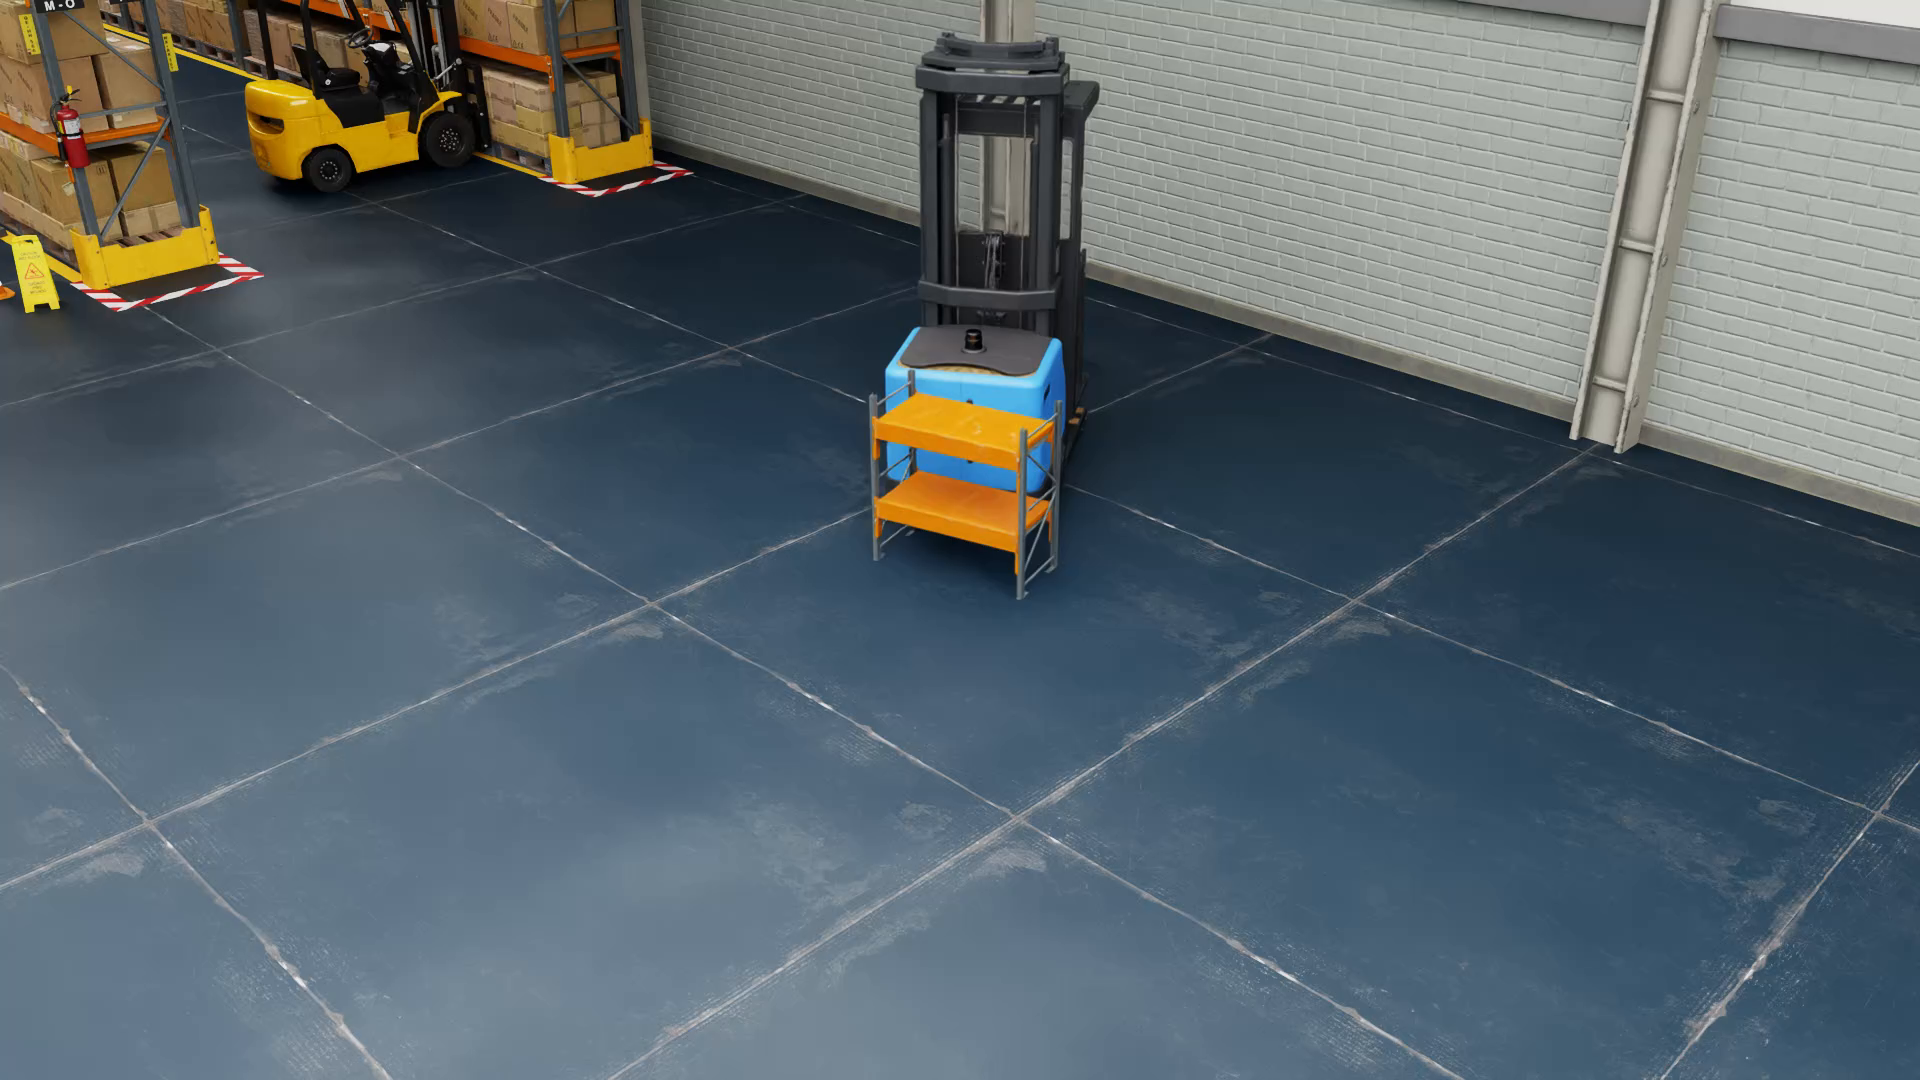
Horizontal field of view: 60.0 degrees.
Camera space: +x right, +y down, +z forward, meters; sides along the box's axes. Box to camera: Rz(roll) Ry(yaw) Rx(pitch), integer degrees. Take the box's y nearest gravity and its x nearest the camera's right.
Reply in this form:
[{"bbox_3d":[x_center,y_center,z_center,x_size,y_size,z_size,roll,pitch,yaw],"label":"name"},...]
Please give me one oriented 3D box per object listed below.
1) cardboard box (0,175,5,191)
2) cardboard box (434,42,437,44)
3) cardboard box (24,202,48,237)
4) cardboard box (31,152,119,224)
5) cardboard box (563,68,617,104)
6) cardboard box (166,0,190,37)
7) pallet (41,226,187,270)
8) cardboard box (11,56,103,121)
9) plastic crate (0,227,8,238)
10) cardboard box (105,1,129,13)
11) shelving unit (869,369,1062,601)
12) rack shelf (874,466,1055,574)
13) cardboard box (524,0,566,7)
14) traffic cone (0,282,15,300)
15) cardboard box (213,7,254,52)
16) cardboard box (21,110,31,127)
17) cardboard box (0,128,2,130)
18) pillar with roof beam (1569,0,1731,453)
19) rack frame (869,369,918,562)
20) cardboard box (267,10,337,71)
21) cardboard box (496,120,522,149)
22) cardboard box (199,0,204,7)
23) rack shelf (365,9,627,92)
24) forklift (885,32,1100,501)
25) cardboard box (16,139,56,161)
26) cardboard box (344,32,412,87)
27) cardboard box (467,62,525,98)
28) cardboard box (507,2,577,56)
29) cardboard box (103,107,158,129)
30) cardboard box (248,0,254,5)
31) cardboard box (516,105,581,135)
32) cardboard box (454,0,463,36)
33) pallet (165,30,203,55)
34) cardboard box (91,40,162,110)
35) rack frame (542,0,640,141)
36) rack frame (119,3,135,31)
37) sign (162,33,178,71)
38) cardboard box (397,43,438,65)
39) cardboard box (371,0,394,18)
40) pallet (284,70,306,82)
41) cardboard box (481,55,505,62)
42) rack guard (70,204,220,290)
[{"bbox_3d":[-9.329,-3.785,16.417,0.500,0.500,0.500,-23,35,-37],"label":"cardboard box"},{"bbox_3d":[-6.355,-6.071,20.495,0.500,0.250,0.500,-24,36,-38],"label":"cardboard box"},{"bbox_3d":[-8.596,-3.117,15.952,0.500,0.250,0.500,25,37,39],"label":"cardboard box"},{"bbox_3d":[-8.221,-3.278,15.451,0.500,0.500,0.500,25,37,39],"label":"cardboard box"},{"bbox_3d":[-4.199,-5.082,18.613,0.500,0.250,0.500,24,36,38],"label":"cardboard box"},{"bbox_3d":[-11.254,-7.707,24.412,0.500,0.500,0.500,23,35,37],"label":"cardboard box"},{"bbox_3d":[-8.075,-2.869,15.974,1.213,0.211,1.003,25,36,38],"label":"pallet"},{"bbox_3d":[-8.047,-4.064,14.821,0.500,0.500,0.500,24,36,38],"label":"cardboard box"},{"bbox_3d":[-9.774,-3.031,16.421,0.583,0.080,0.402,12,30,22],"label":"plastic crate"},{"bbox_3d":[-13.149,-8.374,26.059,0.250,0.149,0.380,23,36,37],"label":"cardboard box"},{"bbox_3d":[0.032,-0.349,10.199,1.048,1.125,0.538,14,31,25],"label":"shelving unit"},{"bbox_3d":[0.032,-0.133,10.313,1.000,0.278,0.538,14,31,25],"label":"rack shelf"},{"bbox_3d":[-4.433,-5.802,17.750,0.380,0.149,0.250,-25,36,-38],"label":"cardboard box"},{"bbox_3d":[-8.678,-2.391,14.794,0.334,0.463,0.336,25,36,38],"label":"traffic cone"},{"bbox_3d":[-10.146,-7.207,23.461,0.500,0.500,0.500,-24,36,-38],"label":"cardboard box"},{"bbox_3d":[-8.310,-3.879,15.166,0.250,0.149,0.380,24,36,38],"label":"cardboard box"},{"bbox_3d":[-9.479,-4.098,16.315,0.380,0.149,0.250,-23,35,-36],"label":"cardboard box"},{"bbox_3d":[1.685,-3.288,7.327,0.400,9.000,9.100,25,36,38],"label":"pillar with roof beam"},{"bbox_3d":[-0.412,-0.464,10.417,0.032,1.125,0.500,14,31,25],"label":"rack frame"},{"bbox_3d":[-8.787,-6.777,22.509,0.875,0.625,0.625,-24,36,-38],"label":"cardboard box"},{"bbox_3d":[-4.894,-4.633,18.835,0.500,0.250,0.500,25,36,38],"label":"cardboard box"},{"bbox_3d":[-10.597,-7.684,23.671,0.250,0.149,0.380,23,36,37],"label":"cardboard box"},{"bbox_3d":[-5.415,-5.785,19.295,4.000,0.370,1.077,25,36,38],"label":"rack shelf"},{"bbox_3d":[0.327,-2.053,11.498,1.130,2.935,3.031,6,28,11],"label":"forklift"},{"bbox_3d":[-8.530,-3.662,15.486,0.380,0.149,0.250,-24,36,-38],"label":"cardboard box"},{"bbox_3d":[-7.222,-6.057,21.140,0.875,0.625,0.625,-23,36,-37],"label":"cardboard box"},{"bbox_3d":[-5.271,-5.235,18.905,0.500,0.250,0.500,-25,37,-39],"label":"cardboard box"},{"bbox_3d":[-4.524,-5.568,18.003,0.500,0.500,0.500,24,36,37],"label":"cardboard box"},{"bbox_3d":[-7.564,-3.870,15.151,0.250,0.149,0.380,25,37,39],"label":"cardboard box"},{"bbox_3d":[-10.018,-7.797,23.886,0.380,0.149,0.250,-24,36,-38],"label":"cardboard box"},{"bbox_3d":[-4.556,-4.696,18.417,0.500,0.250,0.500,24,36,38],"label":"cardboard box"},{"bbox_3d":[-5.620,-6.068,18.953,0.500,0.500,0.500,25,37,39],"label":"cardboard box"},{"bbox_3d":[-11.066,-7.481,24.744,1.213,0.211,1.003,25,36,38],"label":"pallet"},{"bbox_3d":[-7.610,-4.225,15.128,0.500,0.500,0.500,24,36,38],"label":"cardboard box"},{"bbox_3d":[-3.989,-5.451,17.886,0.127,3.000,1.000,25,36,38],"label":"rack frame"},{"bbox_3d":[-12.546,-9.366,25.333,0.127,3.000,1.000,25,36,38],"label":"rack frame"},{"bbox_3d":[-7.086,-4.365,14.892,0.005,0.325,0.100,25,36,38],"label":"sign"},{"bbox_3d":[-6.359,-5.735,19.856,0.500,0.250,0.500,25,36,38],"label":"cardboard box"},{"bbox_3d":[-6.708,-6.569,19.905,0.500,0.500,0.500,23,36,37],"label":"cardboard box"},{"bbox_3d":[-8.269,-6.147,22.207,1.213,0.211,1.003,25,36,38],"label":"pallet"},{"bbox_3d":[-5.268,-5.580,19.561,0.500,0.250,0.500,24,36,37],"label":"cardboard box"},{"bbox_3d":[-7.521,-2.720,15.380,0.348,0.500,1.175,25,36,38],"label":"rack guard"}]
